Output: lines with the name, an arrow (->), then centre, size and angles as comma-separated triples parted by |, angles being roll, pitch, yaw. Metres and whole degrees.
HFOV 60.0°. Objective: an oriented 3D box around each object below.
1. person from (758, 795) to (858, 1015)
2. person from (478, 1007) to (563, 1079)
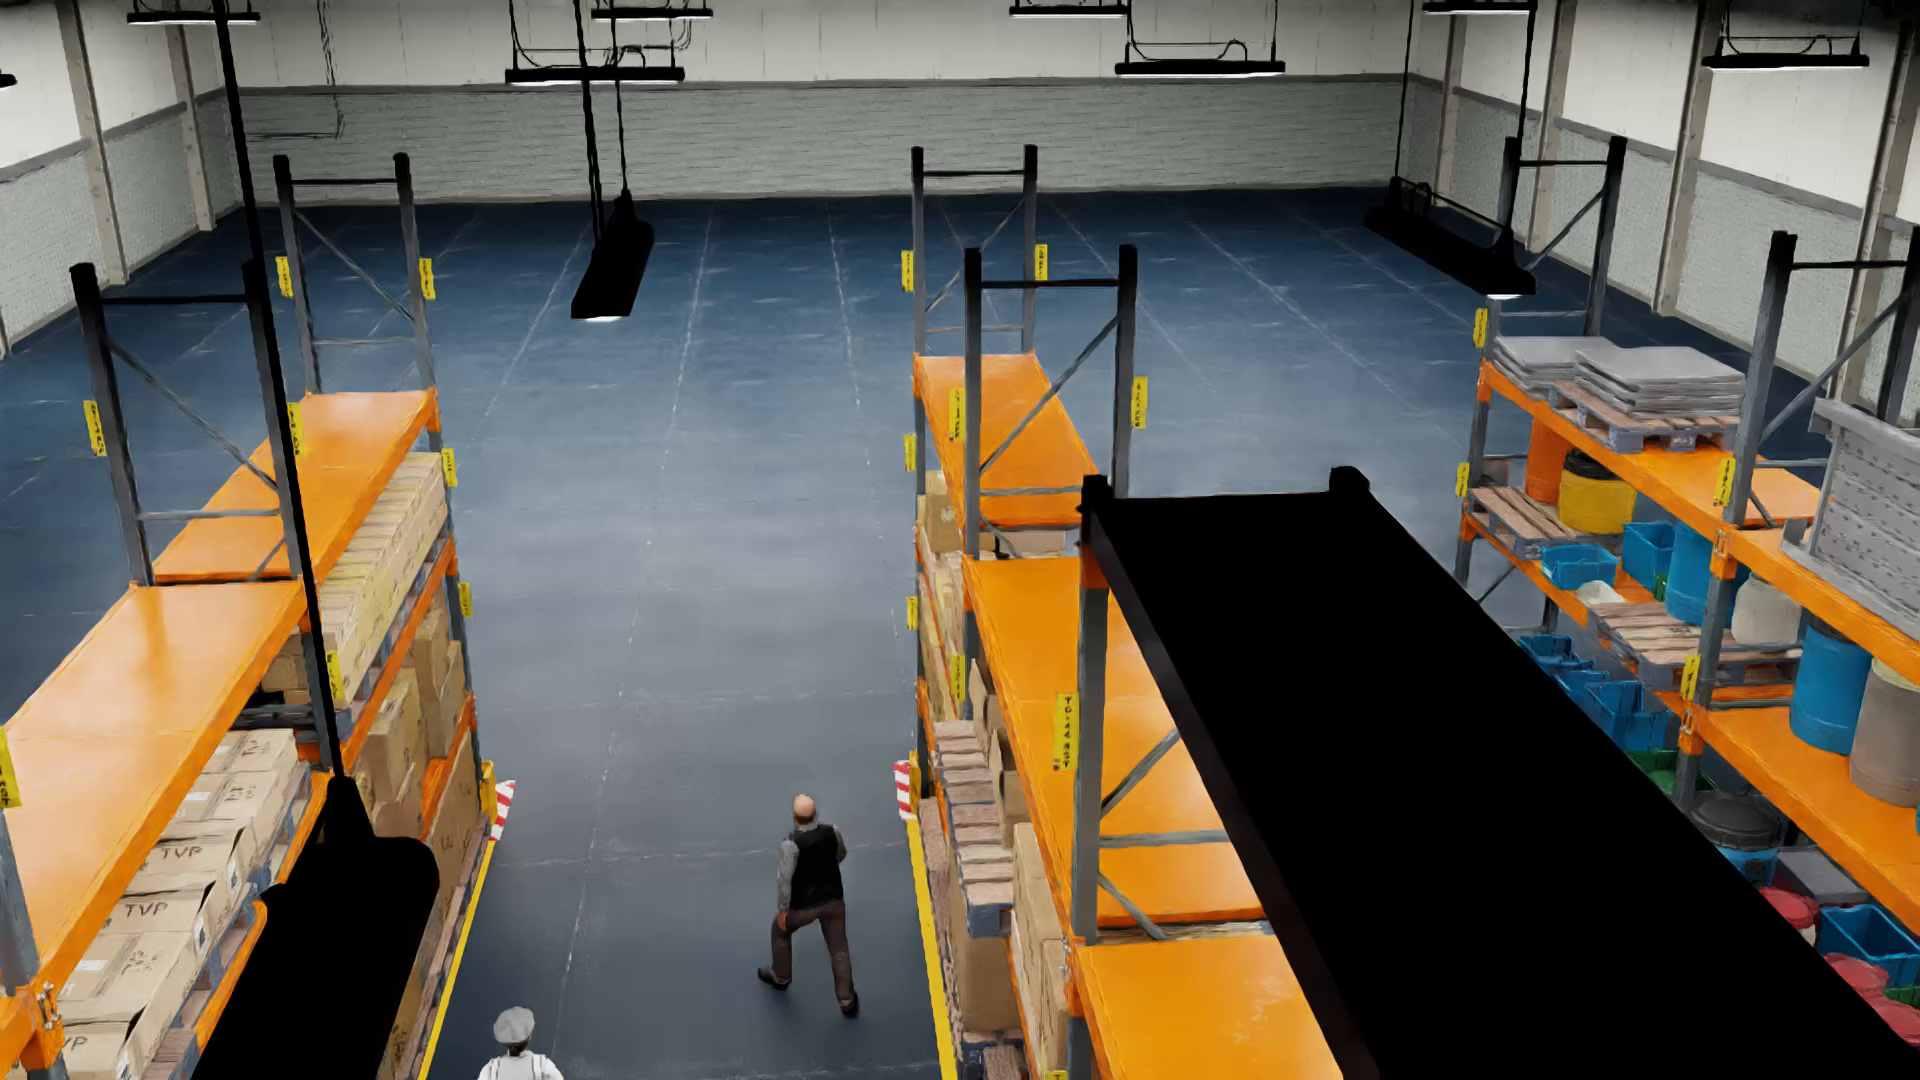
person -> -1.104, 2.686, 12.505 | 0.644, 1.606, 0.799 | -10, 24, -24
person -> -2.658, 3.665, 10.192 | 0.637, 1.632, 0.512 | -3, 22, -7
